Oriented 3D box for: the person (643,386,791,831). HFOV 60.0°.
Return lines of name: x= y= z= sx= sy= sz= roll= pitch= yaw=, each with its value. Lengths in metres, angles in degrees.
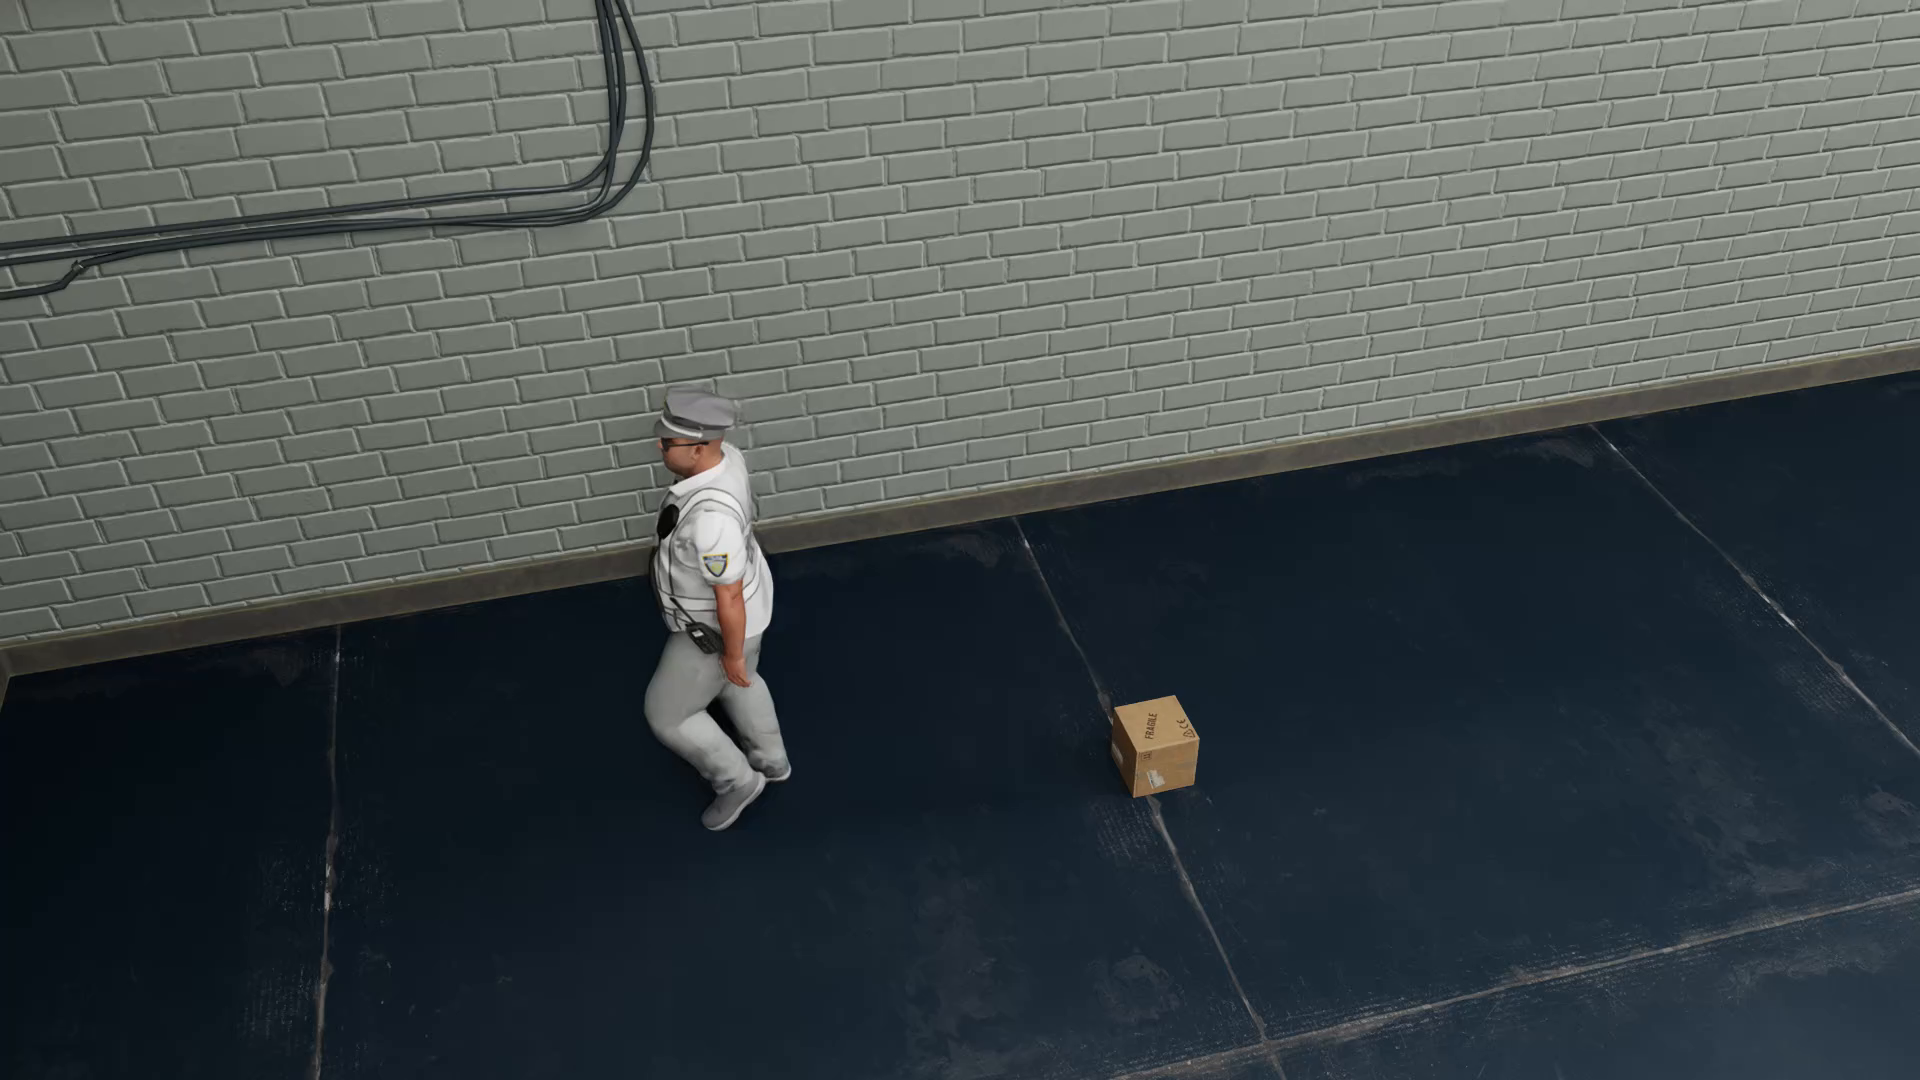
person: x=-0.879 y=0.263 z=5.798 sx=0.473 sy=1.820 sz=0.545 roll=-1 pitch=38 yaw=-1
